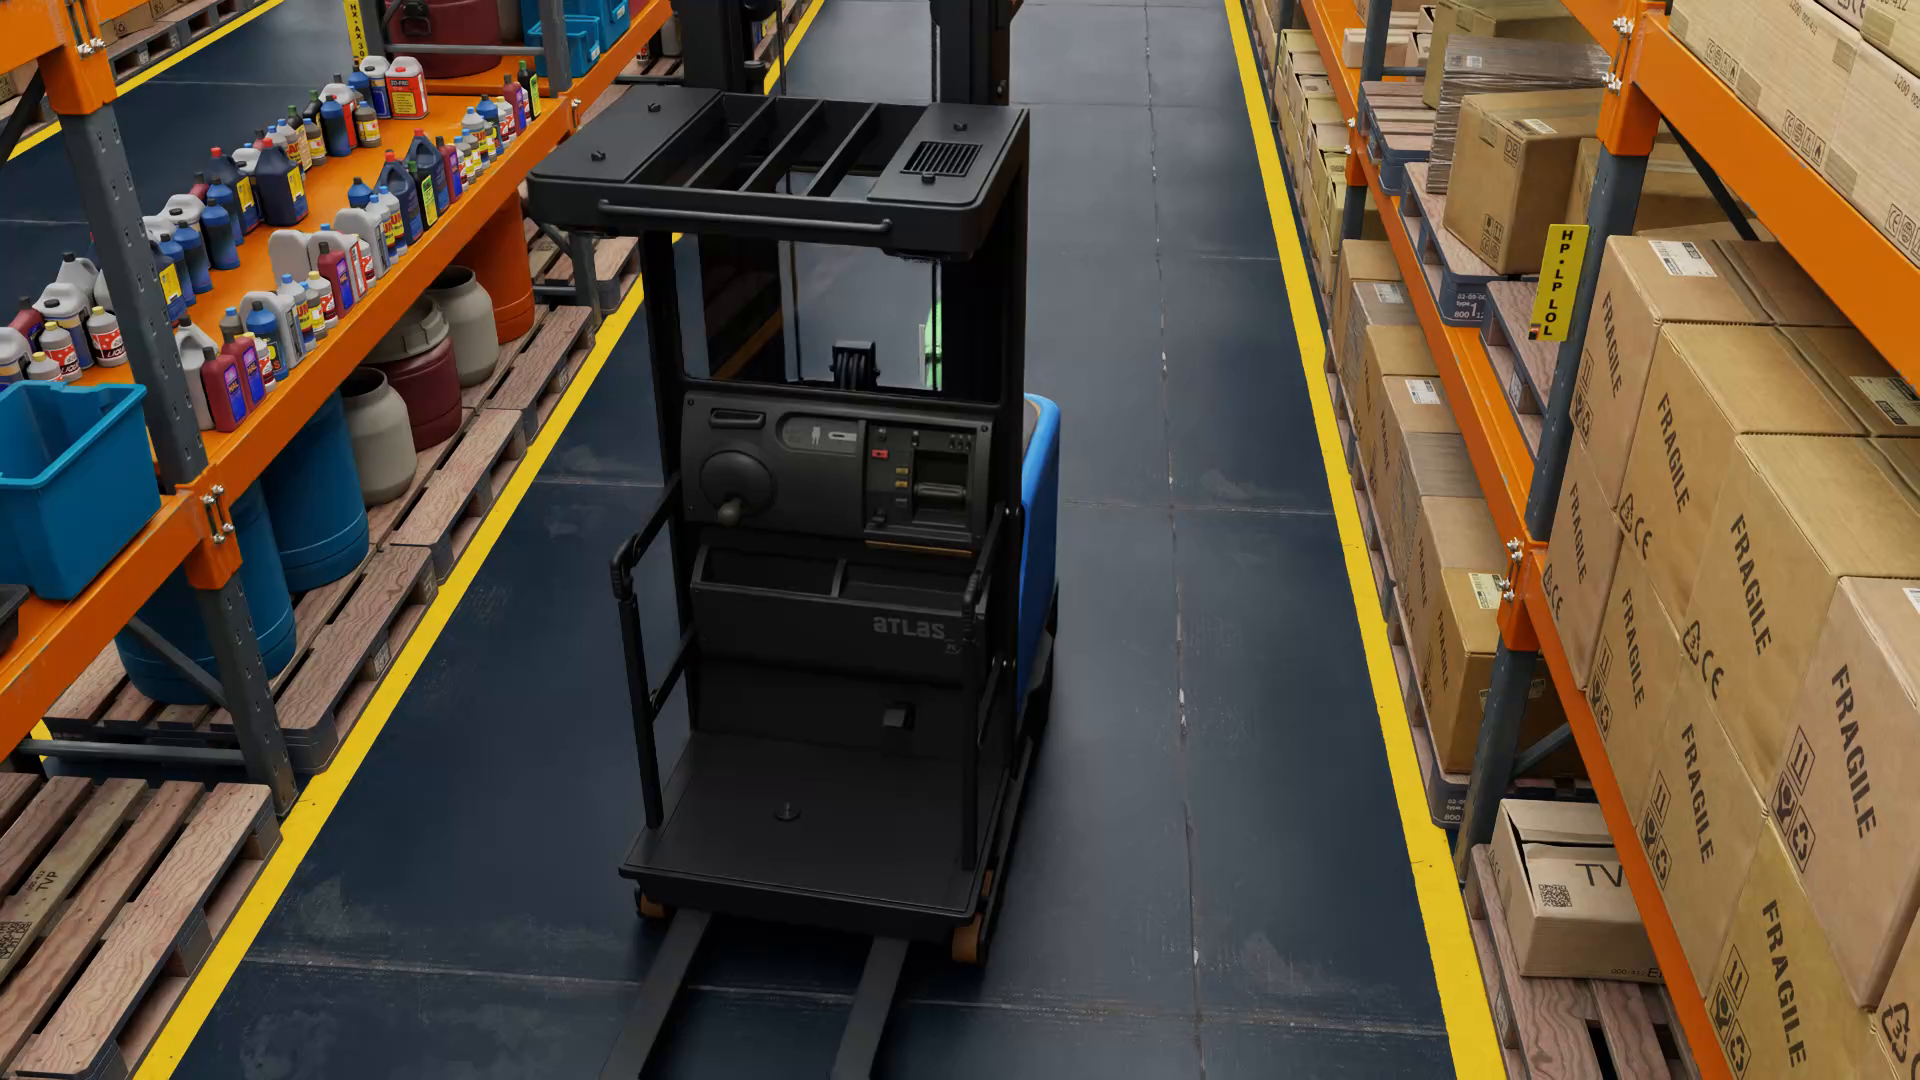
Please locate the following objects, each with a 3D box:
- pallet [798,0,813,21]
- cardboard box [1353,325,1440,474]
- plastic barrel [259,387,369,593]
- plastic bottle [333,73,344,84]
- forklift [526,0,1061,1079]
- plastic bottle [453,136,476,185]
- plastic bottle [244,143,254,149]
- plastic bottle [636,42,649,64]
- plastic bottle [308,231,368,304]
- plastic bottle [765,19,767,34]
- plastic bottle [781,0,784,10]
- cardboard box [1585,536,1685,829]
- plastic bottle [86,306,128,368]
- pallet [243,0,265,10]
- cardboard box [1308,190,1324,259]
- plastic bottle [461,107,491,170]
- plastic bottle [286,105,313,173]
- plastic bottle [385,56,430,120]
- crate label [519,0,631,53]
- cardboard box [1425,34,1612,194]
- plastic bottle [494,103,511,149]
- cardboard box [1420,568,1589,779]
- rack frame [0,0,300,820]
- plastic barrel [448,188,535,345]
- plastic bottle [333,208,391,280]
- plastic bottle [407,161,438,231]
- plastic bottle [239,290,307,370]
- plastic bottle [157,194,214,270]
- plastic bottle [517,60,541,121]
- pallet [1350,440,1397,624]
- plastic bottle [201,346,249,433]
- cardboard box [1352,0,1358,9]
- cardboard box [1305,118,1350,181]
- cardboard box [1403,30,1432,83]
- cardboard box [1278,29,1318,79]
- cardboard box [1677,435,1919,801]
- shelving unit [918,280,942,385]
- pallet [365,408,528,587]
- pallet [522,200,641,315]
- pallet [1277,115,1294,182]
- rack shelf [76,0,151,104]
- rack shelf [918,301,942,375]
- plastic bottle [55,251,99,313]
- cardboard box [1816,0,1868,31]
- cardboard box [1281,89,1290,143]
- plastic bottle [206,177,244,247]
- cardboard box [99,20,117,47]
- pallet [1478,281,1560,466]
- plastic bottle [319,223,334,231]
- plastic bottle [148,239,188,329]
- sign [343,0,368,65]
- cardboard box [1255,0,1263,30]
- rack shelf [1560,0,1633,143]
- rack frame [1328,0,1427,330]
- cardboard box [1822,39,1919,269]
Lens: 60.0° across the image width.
[{"bbox_3d":[-1.861,-4.995,15.154,1.003,0.211,1.213,2,32,4],"label":"pallet"},{"bbox_3d":[2.051,-0.613,7.349,0.500,0.500,0.500,2,32,3],"label":"cardboard box"},{"bbox_3d":[-2.688,-0.313,6.499,0.600,0.901,0.708,2,32,4],"label":"plastic barrel"},{"bbox_3d":[-2.911,-2.033,7.802,0.061,0.283,0.133,2,32,4],"label":"plastic bottle"},{"bbox_3d":[-0.407,-0.152,4.703,1.130,2.935,3.031,6,32,9],"label":"forklift"},{"bbox_3d":[-2.183,-1.665,7.283,0.097,0.201,0.097,0,32,0],"label":"plastic bottle"},{"bbox_3d":[-2.969,-1.535,7.004,0.097,0.271,0.097,0,32,0],"label":"plastic bottle"},{"bbox_3d":[-2.437,-3.756,12.734,0.097,0.201,0.097,0,32,0],"label":"plastic bottle"},{"bbox_3d":[-2.314,-1.031,6.182,0.152,0.276,0.135,2,32,4],"label":"plastic bottle"},{"bbox_3d":[-1.615,-4.203,13.459,0.097,0.201,0.097,0,32,0],"label":"plastic bottle"},{"bbox_3d":[-1.534,-4.639,14.088,0.061,0.283,0.133,3,32,5],"label":"plastic bottle"},{"bbox_3d":[1.778,0.320,3.777,0.500,0.500,0.500,3,32,5],"label":"cardboard box"},{"bbox_3d":[-2.941,-0.705,5.724,0.097,0.201,0.097,0,32,0],"label":"plastic bottle"},{"bbox_3d":[-6.874,-5.210,15.503,1.003,0.211,1.213,2,32,4],"label":"pallet"},{"bbox_3d":[2.294,-1.815,9.557,0.500,0.250,0.500,2,32,3],"label":"cardboard box"},{"bbox_3d":[-2.167,-1.797,7.430,0.097,0.271,0.097,0,32,0],"label":"plastic bottle"},{"bbox_3d":[-2.952,-1.773,7.378,0.061,0.283,0.133,2,32,4],"label":"plastic bottle"},{"bbox_3d":[-2.687,-2.194,8.069,0.152,0.276,0.135,2,32,4],"label":"plastic bottle"},{"bbox_3d":[-2.131,-2.988,9.206,0.502,0.435,0.616,2,32,4],"label":"crate label"},{"bbox_3d":[2.252,-1.669,6.604,0.700,0.500,0.500,8,33,13],"label":"cardboard box"},{"bbox_3d":[-2.143,-1.920,7.696,0.097,0.201,0.097,0,32,0],"label":"plastic bottle"},{"bbox_3d":[1.884,0.446,5.630,0.500,0.500,0.500,2,32,4],"label":"cardboard box"},{"bbox_3d":[-2.807,-0.374,4.998,1.000,3.000,0.127,2,32,4],"label":"rack frame"},{"bbox_3d":[-2.504,-1.464,8.434,0.600,0.830,0.708,2,32,4],"label":"plastic barrel"},{"bbox_3d":[-2.295,-1.152,6.379,0.152,0.276,0.135,2,32,4],"label":"plastic bottle"},{"bbox_3d":[-2.208,-1.422,6.810,0.061,0.283,0.133,2,32,4],"label":"plastic bottle"},{"bbox_3d":[-2.360,-0.738,5.707,0.152,0.276,0.135,2,32,4],"label":"plastic bottle"},{"bbox_3d":[-2.996,-1.187,6.436,0.152,0.276,0.135,2,32,4],"label":"plastic bottle"},{"bbox_3d":[-2.089,-2.186,8.049,0.061,0.283,0.133,2,32,4],"label":"plastic bottle"},{"bbox_3d":[2.255,-0.040,7.113,1.003,0.211,1.213,2,32,4],"label":"pallet"},{"bbox_3d":[-2.352,-0.498,5.310,0.061,0.283,0.133,2,32,4],"label":"plastic bottle"},{"bbox_3d":[2.619,-3.448,9.890,0.500,0.500,0.500,3,32,4],"label":"cardboard box"},{"bbox_3d":[2.332,-2.319,9.840,0.500,0.311,0.500,2,32,4],"label":"cardboard box"},{"bbox_3d":[2.529,-2.402,8.374,0.500,0.311,0.500,4,32,7],"label":"cardboard box"},{"bbox_3d":[2.499,-3.385,11.570,0.500,0.311,0.500,3,32,4],"label":"cardboard box"},{"bbox_3d":[1.727,0.144,3.108,0.500,0.500,0.500,2,32,3],"label":"cardboard box"},{"bbox_3d":[-0.013,-0.424,6.795,0.258,1.200,0.503,2,32,4],"label":"shelving unit"},{"bbox_3d":[-2.606,-0.228,7.419,1.003,0.211,1.213,2,32,4],"label":"pallet"},{"bbox_3d":[-2.380,-1.682,9.778,1.003,0.211,1.213,2,32,4],"label":"pallet"},{"bbox_3d":[2.760,-2.770,11.543,1.003,0.211,1.213,2,32,4],"label":"pallet"},{"bbox_3d":[-2.644,-2.390,6.096,1.077,0.370,4.000,2,32,4],"label":"rack shelf"},{"bbox_3d":[-0.014,-0.778,6.576,0.258,0.148,0.480,2,32,4],"label":"rack shelf"},{"bbox_3d":[-3.058,-0.847,5.813,0.144,0.351,0.185,2,32,4],"label":"plastic bottle"},{"bbox_3d":[1.804,-1.081,2.953,0.500,0.250,0.500,2,32,4],"label":"cardboard box"},{"bbox_3d":[2.458,-2.884,11.292,0.500,0.250,0.500,3,32,5],"label":"cardboard box"},{"bbox_3d":[-2.943,-1.314,6.646,0.097,0.271,0.097,0,32,0],"label":"plastic bottle"},{"bbox_3d":[-7.020,-4.091,13.011,0.500,0.500,0.500,2,32,2],"label":"cardboard box"},{"bbox_3d":[2.304,-0.492,5.372,1.003,0.211,1.213,2,32,4],"label":"pallet"},{"bbox_3d":[-2.421,-1.116,6.391,0.097,0.201,0.097,0,32,0],"label":"plastic bottle"},{"bbox_3d":[-2.899,-0.938,5.960,0.144,0.351,0.185,2,32,4],"label":"plastic bottle"},{"bbox_3d":[-3.030,-2.555,8.381,0.100,0.325,0.005,2,32,4],"label":"sign"},{"bbox_3d":[2.718,-4.388,13.732,0.500,0.250,0.500,2,32,4],"label":"cardboard box"},{"bbox_3d":[2.293,-2.177,5.750,1.077,0.370,4.000,2,32,4],"label":"rack shelf"},{"bbox_3d":[2.455,-2.252,8.045,1.000,3.000,0.127,2,32,4],"label":"rack frame"},{"bbox_3d":[1.757,-0.607,2.660,0.500,0.250,0.500,2,32,4],"label":"cardboard box"}]
